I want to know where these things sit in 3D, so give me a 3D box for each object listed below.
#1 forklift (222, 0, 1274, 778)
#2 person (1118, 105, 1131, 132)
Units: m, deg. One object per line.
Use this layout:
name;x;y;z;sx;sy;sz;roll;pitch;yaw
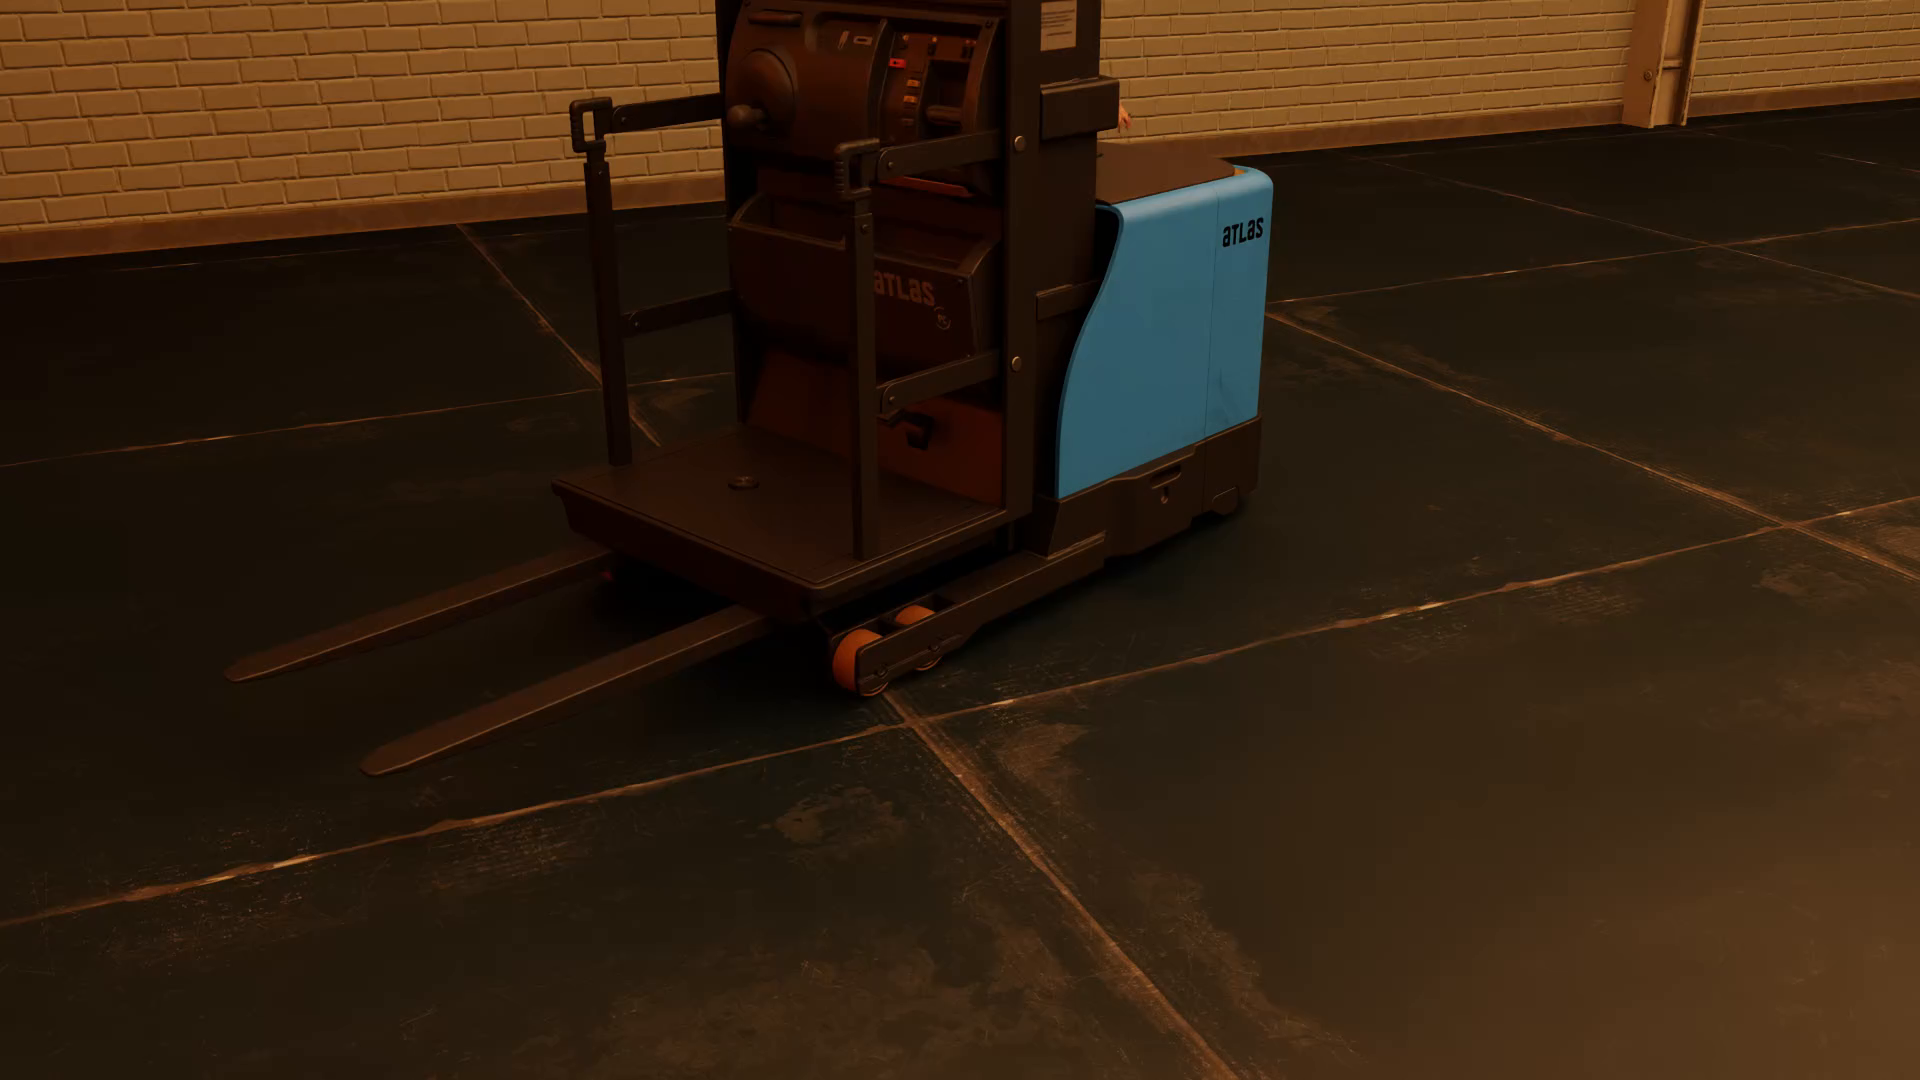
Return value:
forklift;-0.413;-1.182;4.131;1.130;2.935;3.031;19;29;39
person;0.535;-1.825;7.550;0.538;1.547;0.660;-3;23;-7
